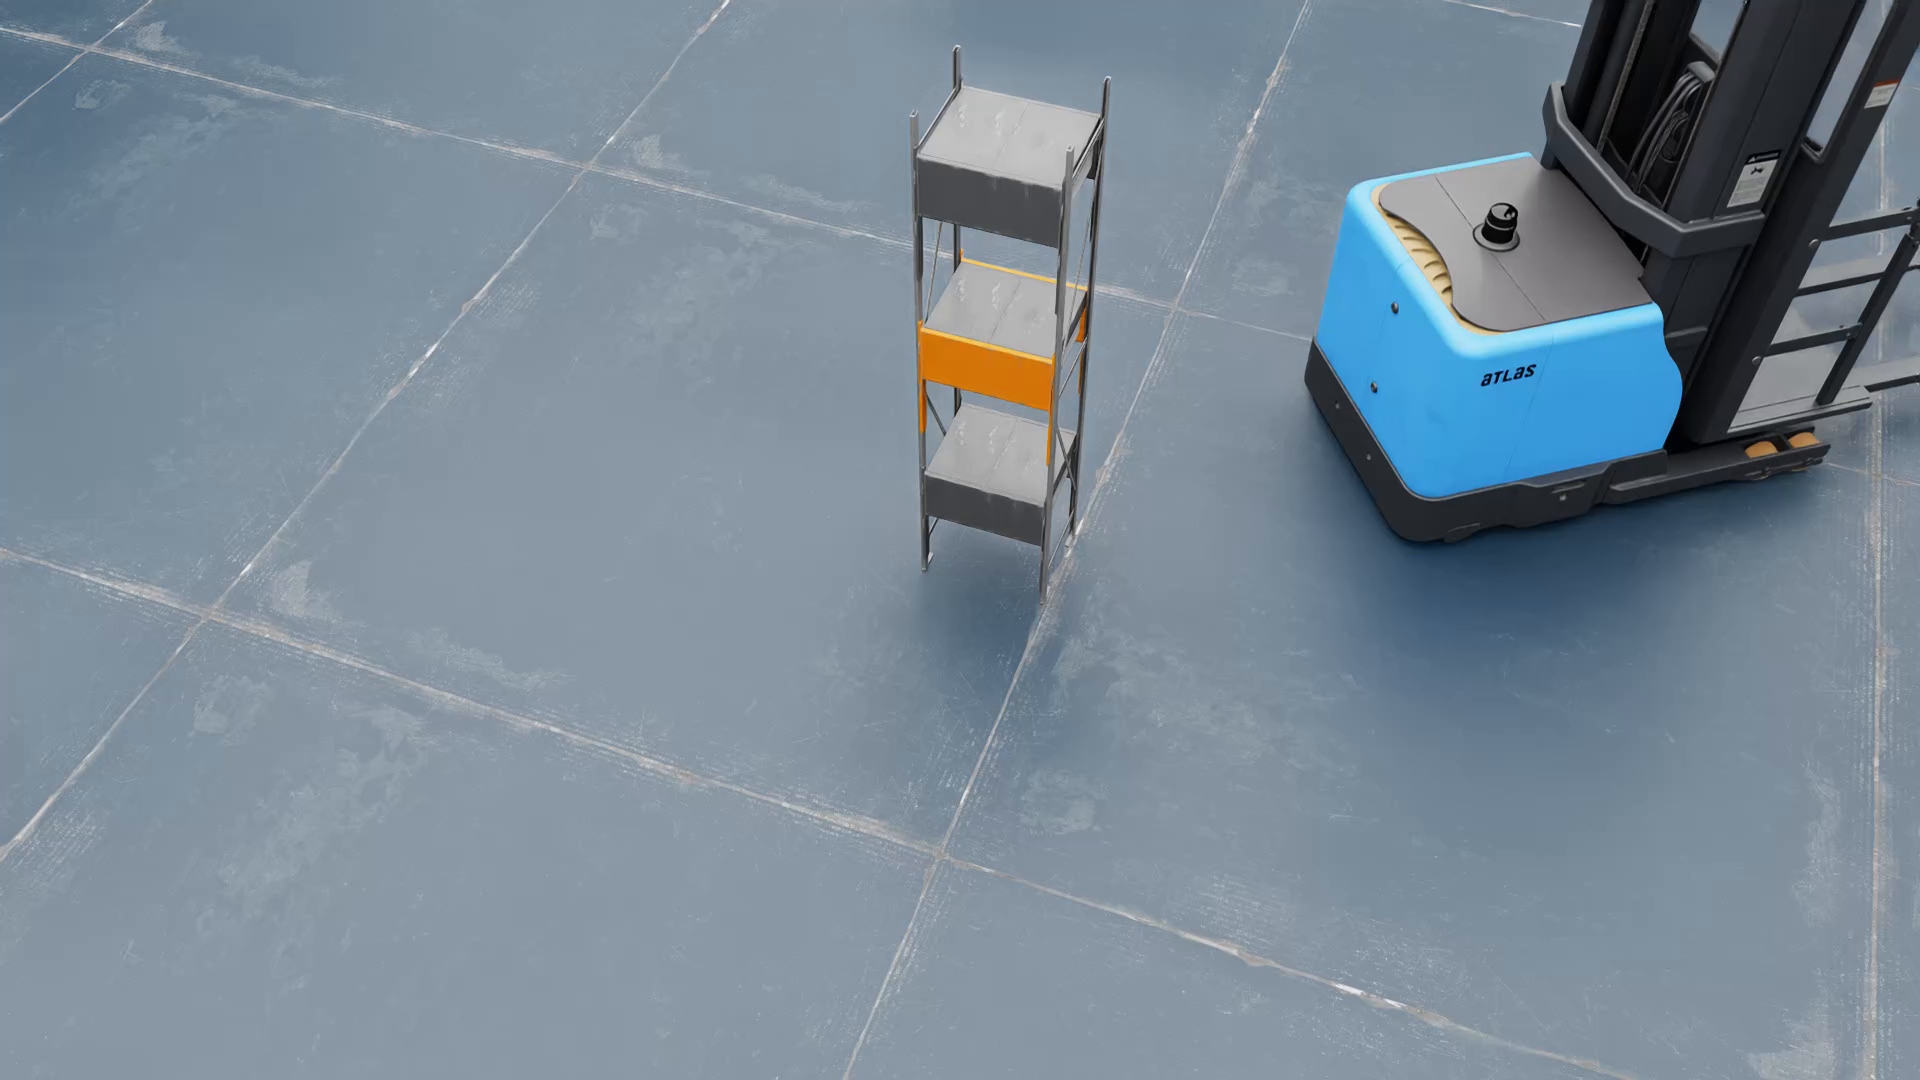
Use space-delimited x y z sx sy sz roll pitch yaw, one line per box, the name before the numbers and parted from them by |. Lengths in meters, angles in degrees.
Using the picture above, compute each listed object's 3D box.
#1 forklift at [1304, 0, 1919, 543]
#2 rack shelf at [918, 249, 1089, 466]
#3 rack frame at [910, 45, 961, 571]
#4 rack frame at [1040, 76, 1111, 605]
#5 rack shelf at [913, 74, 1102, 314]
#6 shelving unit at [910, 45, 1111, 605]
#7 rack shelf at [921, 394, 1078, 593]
forklift | 3.048 -1.578 6.044 3.031 2.935 1.130 -12 50 -10
rack shelf | 0.155 -0.635 5.796 0.480 0.518 0.431 16 51 13
rack frame | -0.074 -0.708 5.841 0.015 2.100 0.400 16 51 13
rack frame | 0.384 -0.580 5.730 0.015 2.100 0.400 16 51 13
rack shelf | 0.155 -1.094 5.267 0.480 0.518 0.431 16 51 13
shelving unit | 0.155 -0.644 5.786 0.503 2.100 0.431 16 51 13
rack shelf | 0.155 -0.177 6.325 0.480 0.518 0.431 16 51 13
